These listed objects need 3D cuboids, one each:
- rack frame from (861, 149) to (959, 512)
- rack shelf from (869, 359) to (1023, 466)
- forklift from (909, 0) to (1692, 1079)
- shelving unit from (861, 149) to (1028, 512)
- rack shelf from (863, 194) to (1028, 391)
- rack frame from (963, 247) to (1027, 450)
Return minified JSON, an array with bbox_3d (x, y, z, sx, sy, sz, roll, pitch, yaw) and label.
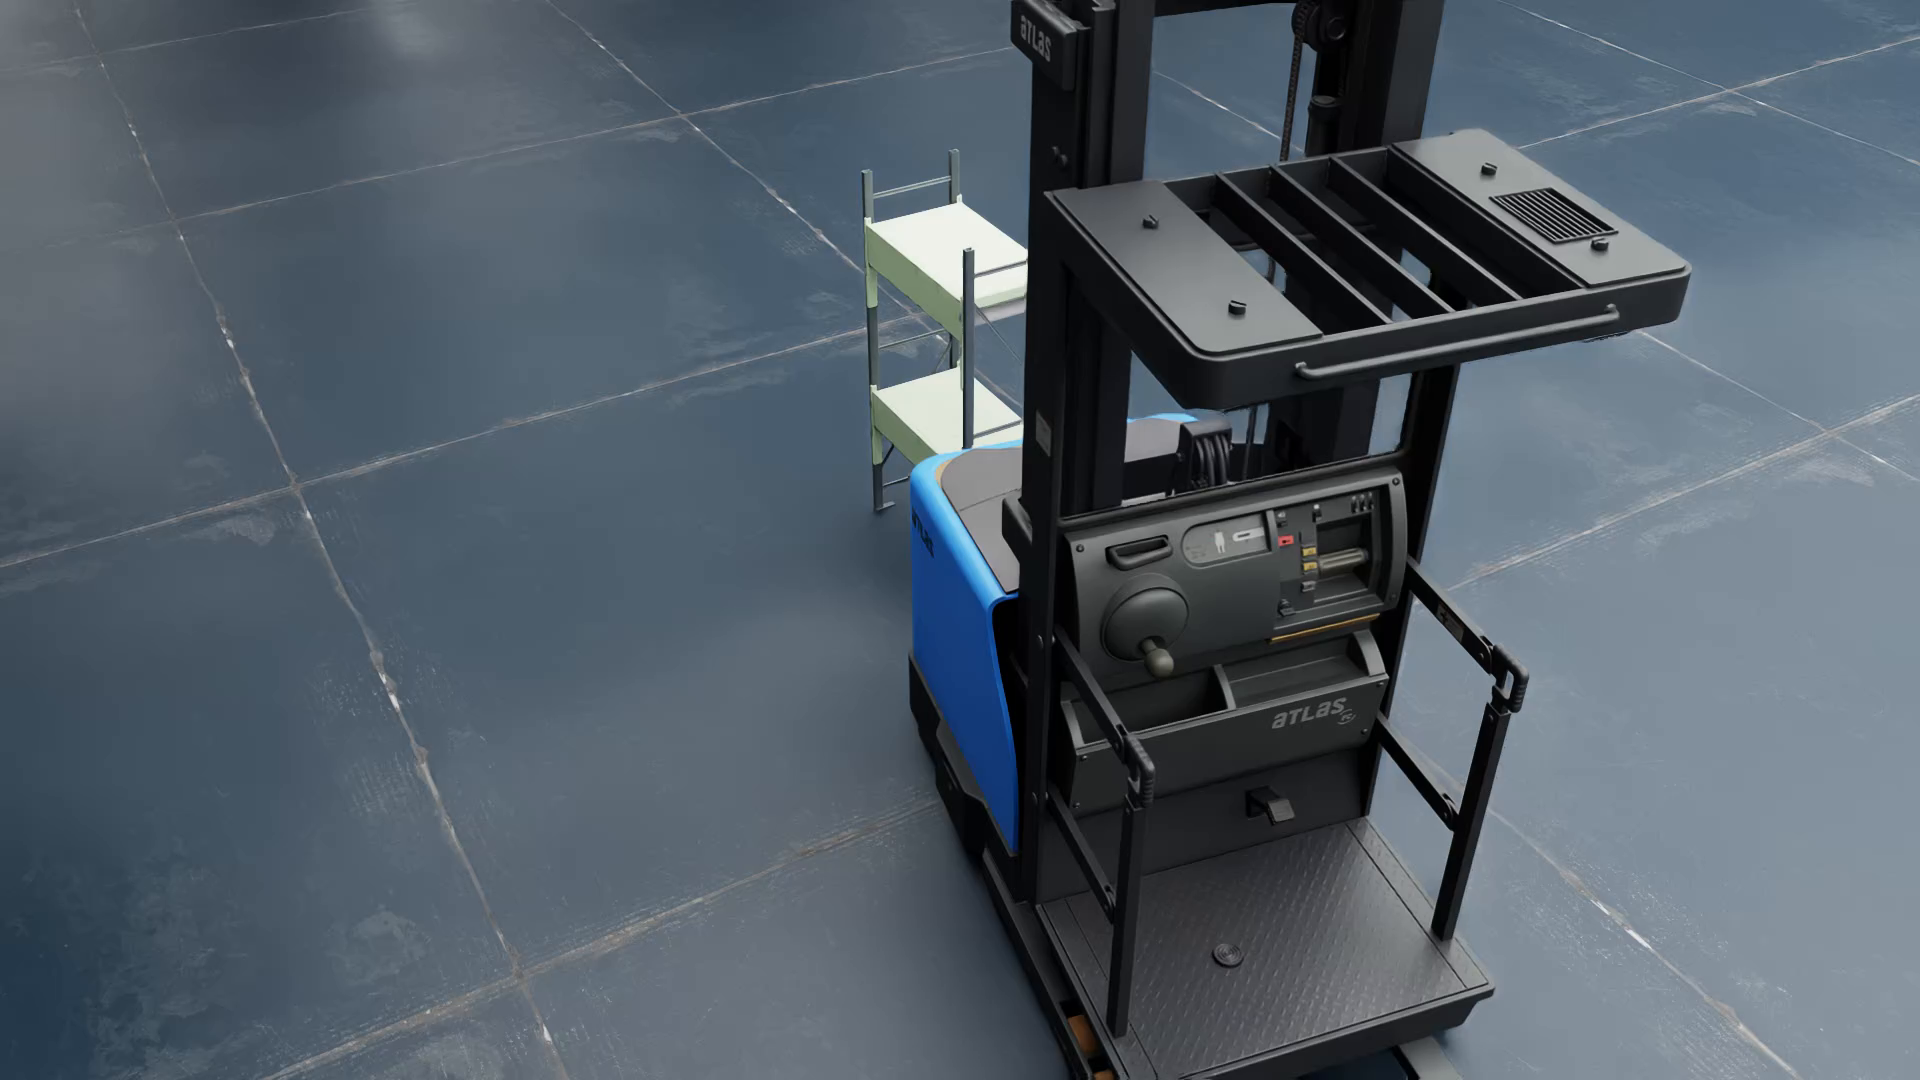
[{"bbox_3d":[-0.181,-0.789,6.559,0.400,1.500,0.023,-19,40,-24],"label":"rack frame"},{"bbox_3d":[0.003,-0.339,6.495,0.431,0.370,0.720,-19,40,-24],"label":"rack shelf"},{"bbox_3d":[0.789,0.152,4.058,1.130,2.935,3.031,-12,38,-15],"label":"forklift"},{"bbox_3d":[0.003,-0.602,6.303,0.431,1.500,0.755,-19,40,-24],"label":"shelving unit"},{"bbox_3d":[0.003,-0.917,6.073,0.431,0.370,0.720,-19,40,-24],"label":"rack shelf"},{"bbox_3d":[0.187,-0.416,6.047,0.400,1.500,0.023,-19,40,-24],"label":"rack frame"}]
